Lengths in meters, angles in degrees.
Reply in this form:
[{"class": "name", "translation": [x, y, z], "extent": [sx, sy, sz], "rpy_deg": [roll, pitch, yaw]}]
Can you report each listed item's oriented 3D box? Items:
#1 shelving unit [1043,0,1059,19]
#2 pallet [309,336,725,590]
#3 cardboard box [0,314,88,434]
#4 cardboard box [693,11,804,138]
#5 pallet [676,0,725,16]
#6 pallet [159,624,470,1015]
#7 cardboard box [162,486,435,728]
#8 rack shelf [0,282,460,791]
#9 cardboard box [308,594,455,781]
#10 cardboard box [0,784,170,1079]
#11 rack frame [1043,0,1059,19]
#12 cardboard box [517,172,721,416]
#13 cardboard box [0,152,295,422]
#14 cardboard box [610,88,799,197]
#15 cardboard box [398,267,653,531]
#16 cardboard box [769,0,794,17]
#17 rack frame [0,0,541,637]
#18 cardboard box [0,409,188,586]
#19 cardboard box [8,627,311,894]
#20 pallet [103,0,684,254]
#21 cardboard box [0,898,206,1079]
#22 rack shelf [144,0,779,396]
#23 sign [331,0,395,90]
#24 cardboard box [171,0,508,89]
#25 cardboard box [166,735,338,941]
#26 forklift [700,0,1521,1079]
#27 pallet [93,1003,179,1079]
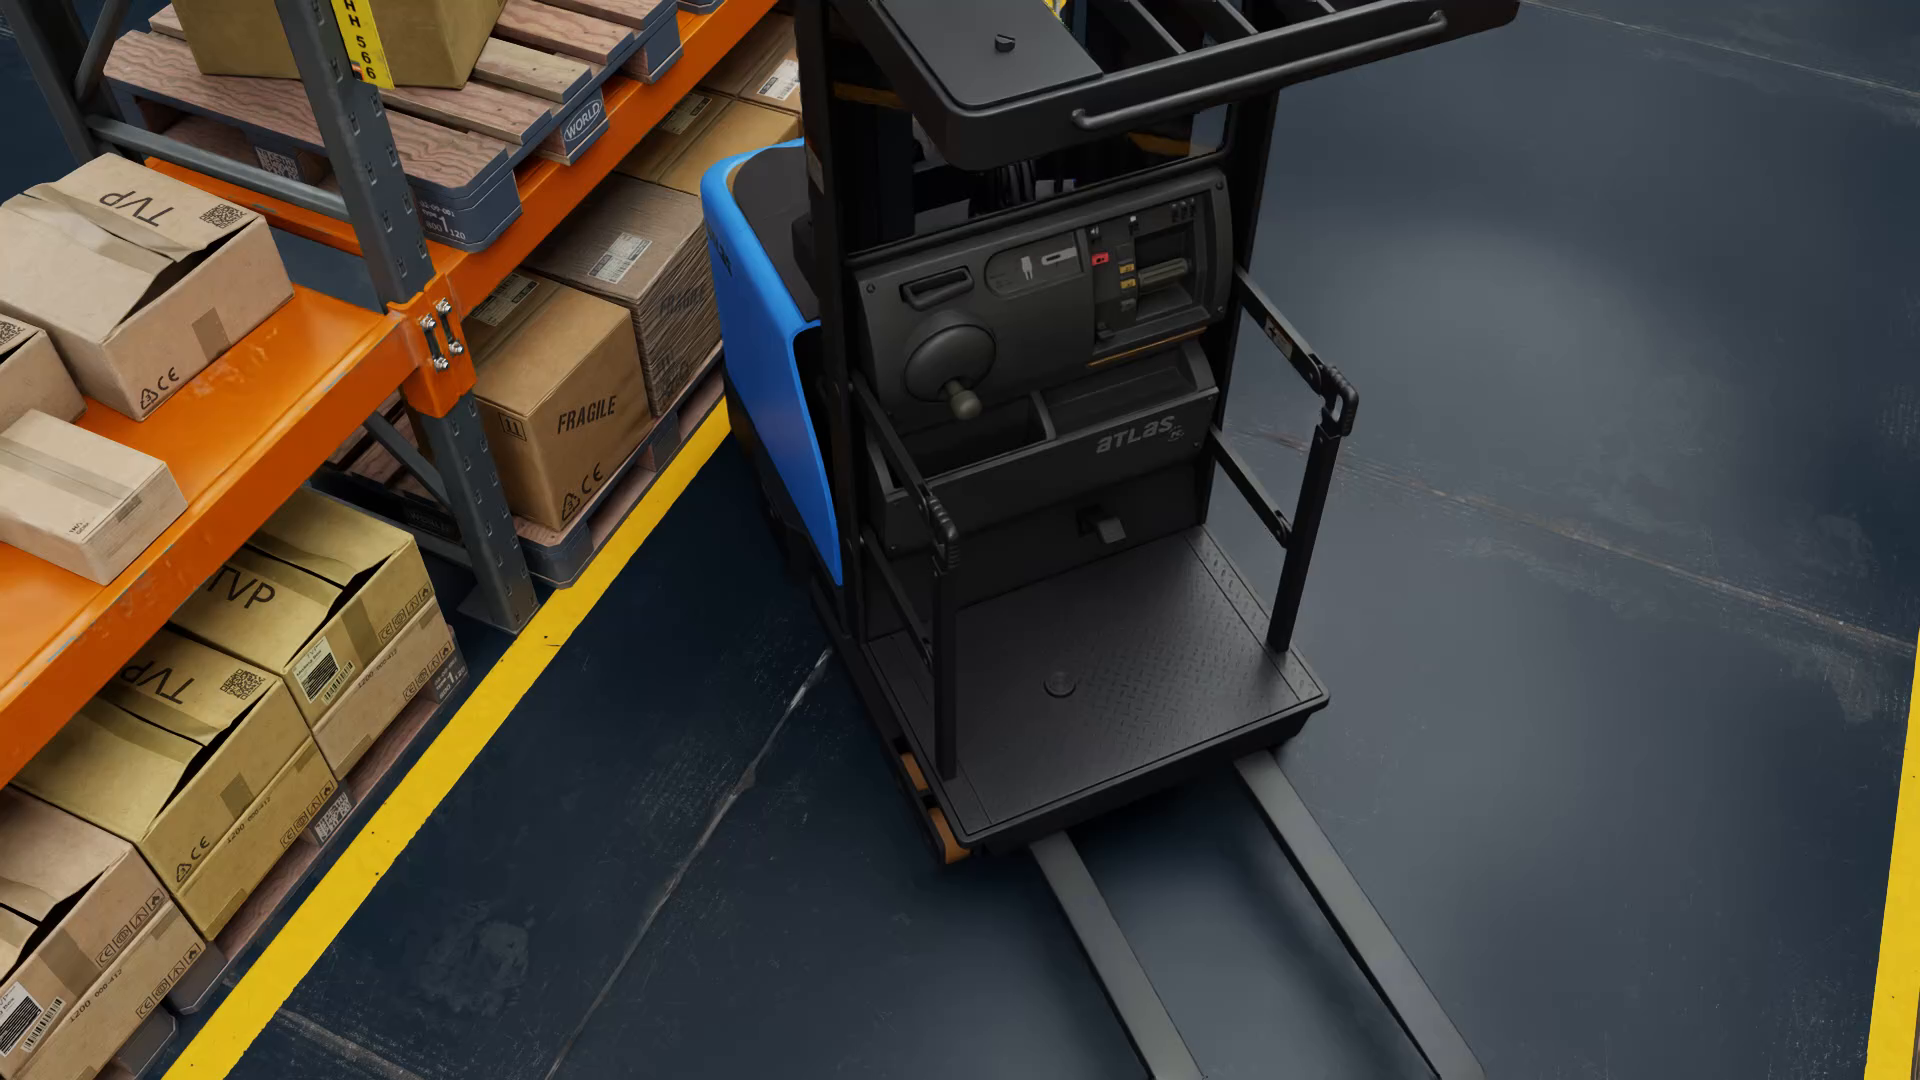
[{"class": "shelving unit", "translation": [0.040, -1.252, 5.528], "extent": [0.503, 1.200, 0.258], "rpy_deg": [-34, 57, -25]}, {"class": "pallet", "translation": [-1.403, -0.483, 5.523], "extent": [1.003, 0.211, 1.213], "rpy_deg": [20, 52, 16]}, {"class": "cardboard box", "translation": [-2.314, -0.303, 3.597], "extent": [0.500, 0.311, 0.500], "rpy_deg": [19, 52, 16]}, {"class": "cardboard box", "translation": [-0.648, -1.505, 5.914], "extent": [0.500, 0.500, 0.500], "rpy_deg": [18, 52, 15]}, {"class": "pallet", "translation": [-0.930, -2.164, 5.248], "extent": [1.003, 0.211, 1.213], "rpy_deg": [20, 52, 16]}, {"class": "pallet", "translation": [-2.143, 0.573, 4.624], "extent": [1.003, 0.211, 1.213], "rpy_deg": [20, 52, 16]}, {"class": "cardboard box", "translation": [-1.757, 0.129, 4.332], "extent": [0.500, 0.311, 0.500], "rpy_deg": [21, 53, 17]}, {"class": "rack shelf", "translation": [-2.611, 0.725, 3.136], "extent": [1.077, 0.370, 4.000], "rpy_deg": [20, 52, 16]}, {"class": "cardboard box", "translation": [-1.761, 0.311, 4.545], "extent": [0.500, 0.250, 0.500], "rpy_deg": [21, 53, 17]}, {"class": "cardboard box", "translation": [-2.192, 0.836, 3.731], "extent": [0.500, 0.311, 0.500], "rpy_deg": [19, 52, 16]}, {"class": "rack frame", "translation": [0.224, -1.375, 5.632], "extent": [0.015, 1.200, 0.240], "rpy_deg": [-34, 57, -25]}, {"class": "cardboard box", "translation": [-1.085, -0.800, 5.314], "extent": [0.500, 0.500, 0.500], "rpy_deg": [18, 52, 15]}, {"class": "cardboard box", "translation": [-1.951, -0.620, 3.867], "extent": [0.500, 0.311, 0.500], "rpy_deg": [23, 53, 18]}, {"class": "cardboard box", "translation": [-0.866, -1.144, 5.606], "extent": [0.500, 0.500, 0.500], "rpy_deg": [19, 52, 16]}, {"class": "cardboard box", "translation": [-1.303, -0.438, 5.006], "extent": [0.500, 0.500, 0.500], "rpy_deg": [22, 53, 18]}, {"class": "cardboard box", "translation": [-0.433, -1.856, 6.212], "extent": [0.500, 0.500, 0.500], "rpy_deg": [20, 53, 17]}, {"class": "rack frame", "translation": [-1.756, -0.885, 4.034], "extent": [1.000, 3.000, 0.127], "rpy_deg": [20, 52, 16]}, {"class": "cardboard box", "translation": [-1.891, -0.095, 3.526], "extent": [0.380, 0.149, 0.250], "rpy_deg": [20, 52, 16]}, {"class": "cardboard box", "translation": [-1.974, 0.489, 4.026], "extent": [0.500, 0.311, 0.500], "rpy_deg": [19, 52, 16]}, {"class": "pallet", "translation": [-1.530, -1.313, 4.523], "extent": [1.213, 0.211, 1.003], "rpy_deg": [20, 52, 16]}, {"class": "cardboard box", "translation": [-2.195, 1.013, 3.948], "extent": [0.500, 0.250, 0.500], "rpy_deg": [21, 53, 17]}, {"class": "rack shelf", "translation": [-0.902, -2.029, 5.480], "extent": [1.077, 0.370, 4.000], "rpy_deg": [20, 52, 16]}, {"class": "sign", "translation": [-1.253, -1.082, 3.441], "extent": [0.100, 0.325, 0.005], "rpy_deg": [20, 52, 16]}, {"class": "cardboard box", "translation": [-1.589, -1.524, 4.236], "extent": [0.700, 0.500, 0.500], "rpy_deg": [4, 50, 4]}, {"class": "cardboard box", "translation": [-1.978, 0.668, 4.242], "extent": [0.500, 0.250, 0.500], "rpy_deg": [19, 52, 16]}, {"class": "forklift", "translation": [0.304, -0.460, 3.717], "extent": [1.130, 2.935, 3.031], "rpy_deg": [-19, 52, -15]}, {"class": "pallet", "translation": [-2.666, 1.410, 3.912], "extent": [1.003, 0.211, 1.213], "rpy_deg": [20, 52, 16]}]
